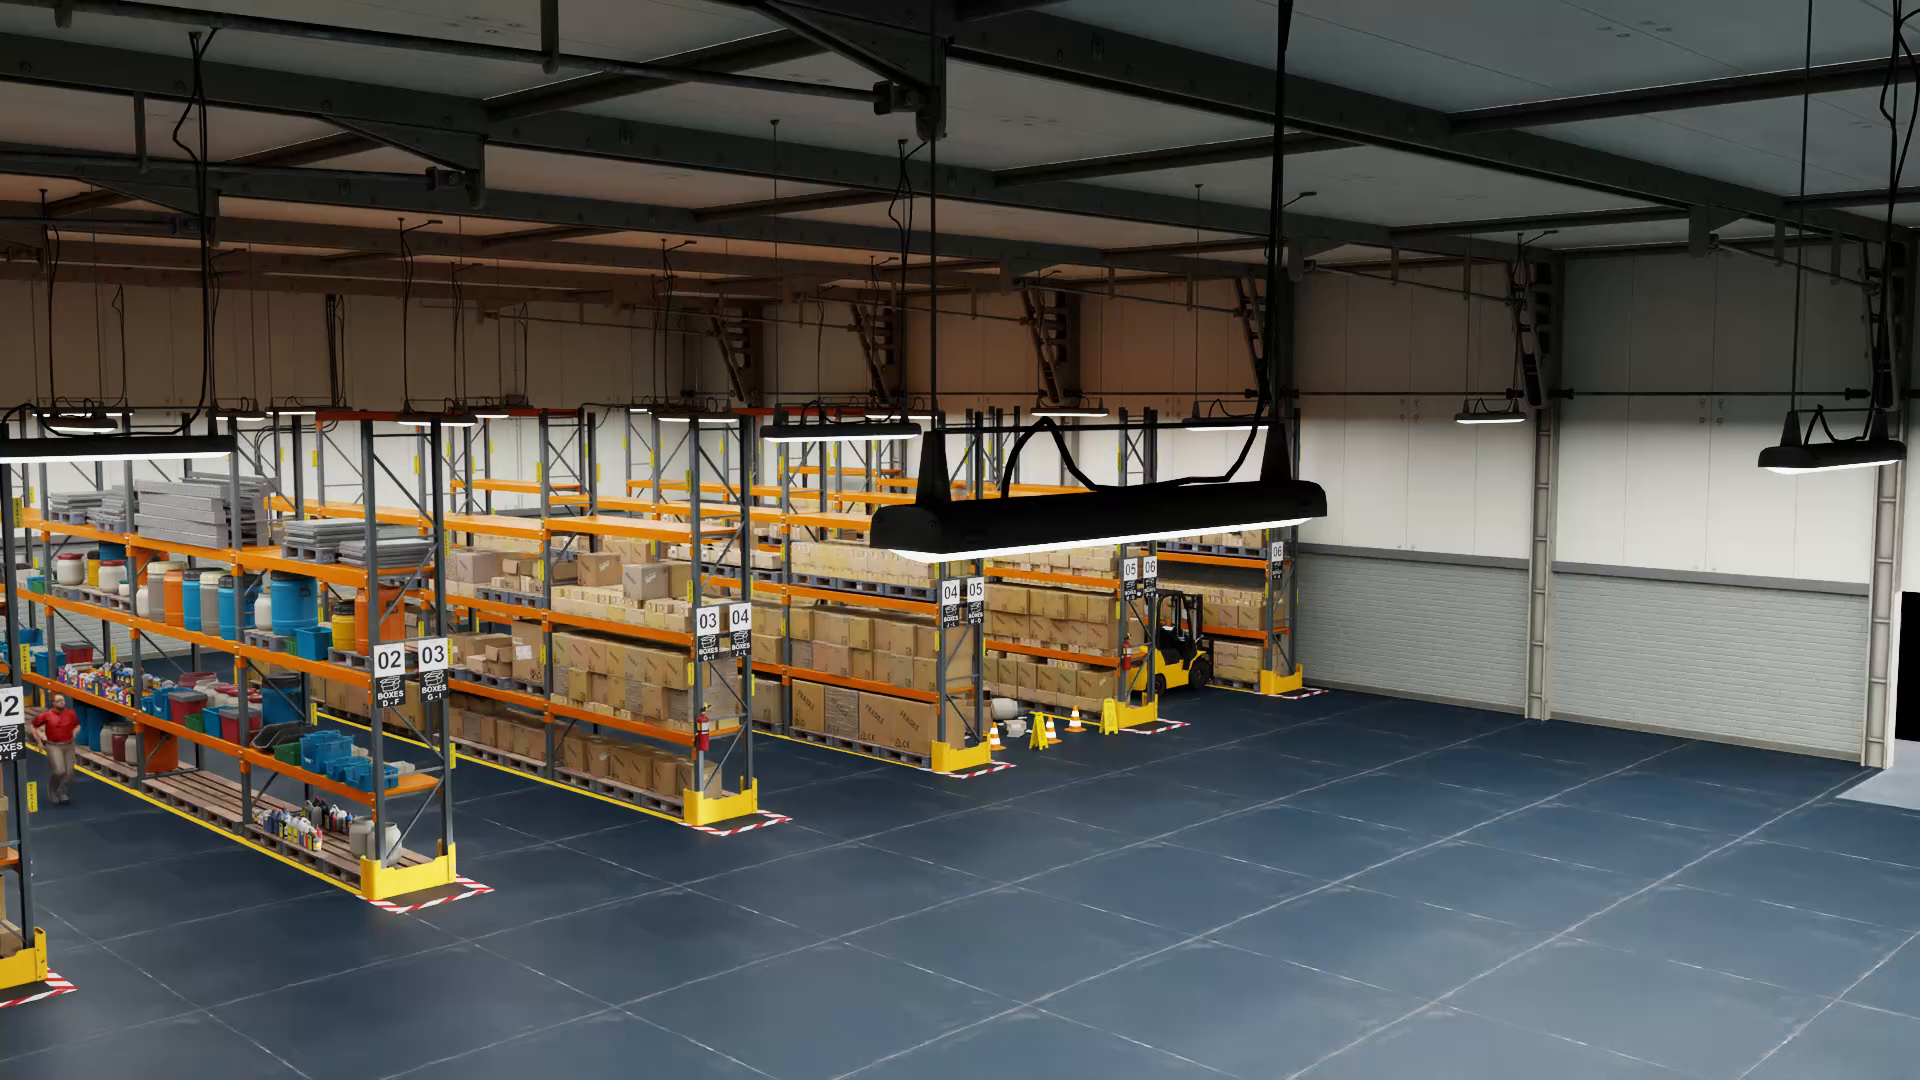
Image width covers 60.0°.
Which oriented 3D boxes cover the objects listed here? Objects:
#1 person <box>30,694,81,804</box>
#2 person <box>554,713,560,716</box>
[{"bbox_3d":[-13.820,3.215,25.547,0.652,1.699,0.663,4,7,40],"label":"person"},{"bbox_3d":[-7.753,2.640,32.439,0.773,1.652,0.716,3,6,31],"label":"person"}]
